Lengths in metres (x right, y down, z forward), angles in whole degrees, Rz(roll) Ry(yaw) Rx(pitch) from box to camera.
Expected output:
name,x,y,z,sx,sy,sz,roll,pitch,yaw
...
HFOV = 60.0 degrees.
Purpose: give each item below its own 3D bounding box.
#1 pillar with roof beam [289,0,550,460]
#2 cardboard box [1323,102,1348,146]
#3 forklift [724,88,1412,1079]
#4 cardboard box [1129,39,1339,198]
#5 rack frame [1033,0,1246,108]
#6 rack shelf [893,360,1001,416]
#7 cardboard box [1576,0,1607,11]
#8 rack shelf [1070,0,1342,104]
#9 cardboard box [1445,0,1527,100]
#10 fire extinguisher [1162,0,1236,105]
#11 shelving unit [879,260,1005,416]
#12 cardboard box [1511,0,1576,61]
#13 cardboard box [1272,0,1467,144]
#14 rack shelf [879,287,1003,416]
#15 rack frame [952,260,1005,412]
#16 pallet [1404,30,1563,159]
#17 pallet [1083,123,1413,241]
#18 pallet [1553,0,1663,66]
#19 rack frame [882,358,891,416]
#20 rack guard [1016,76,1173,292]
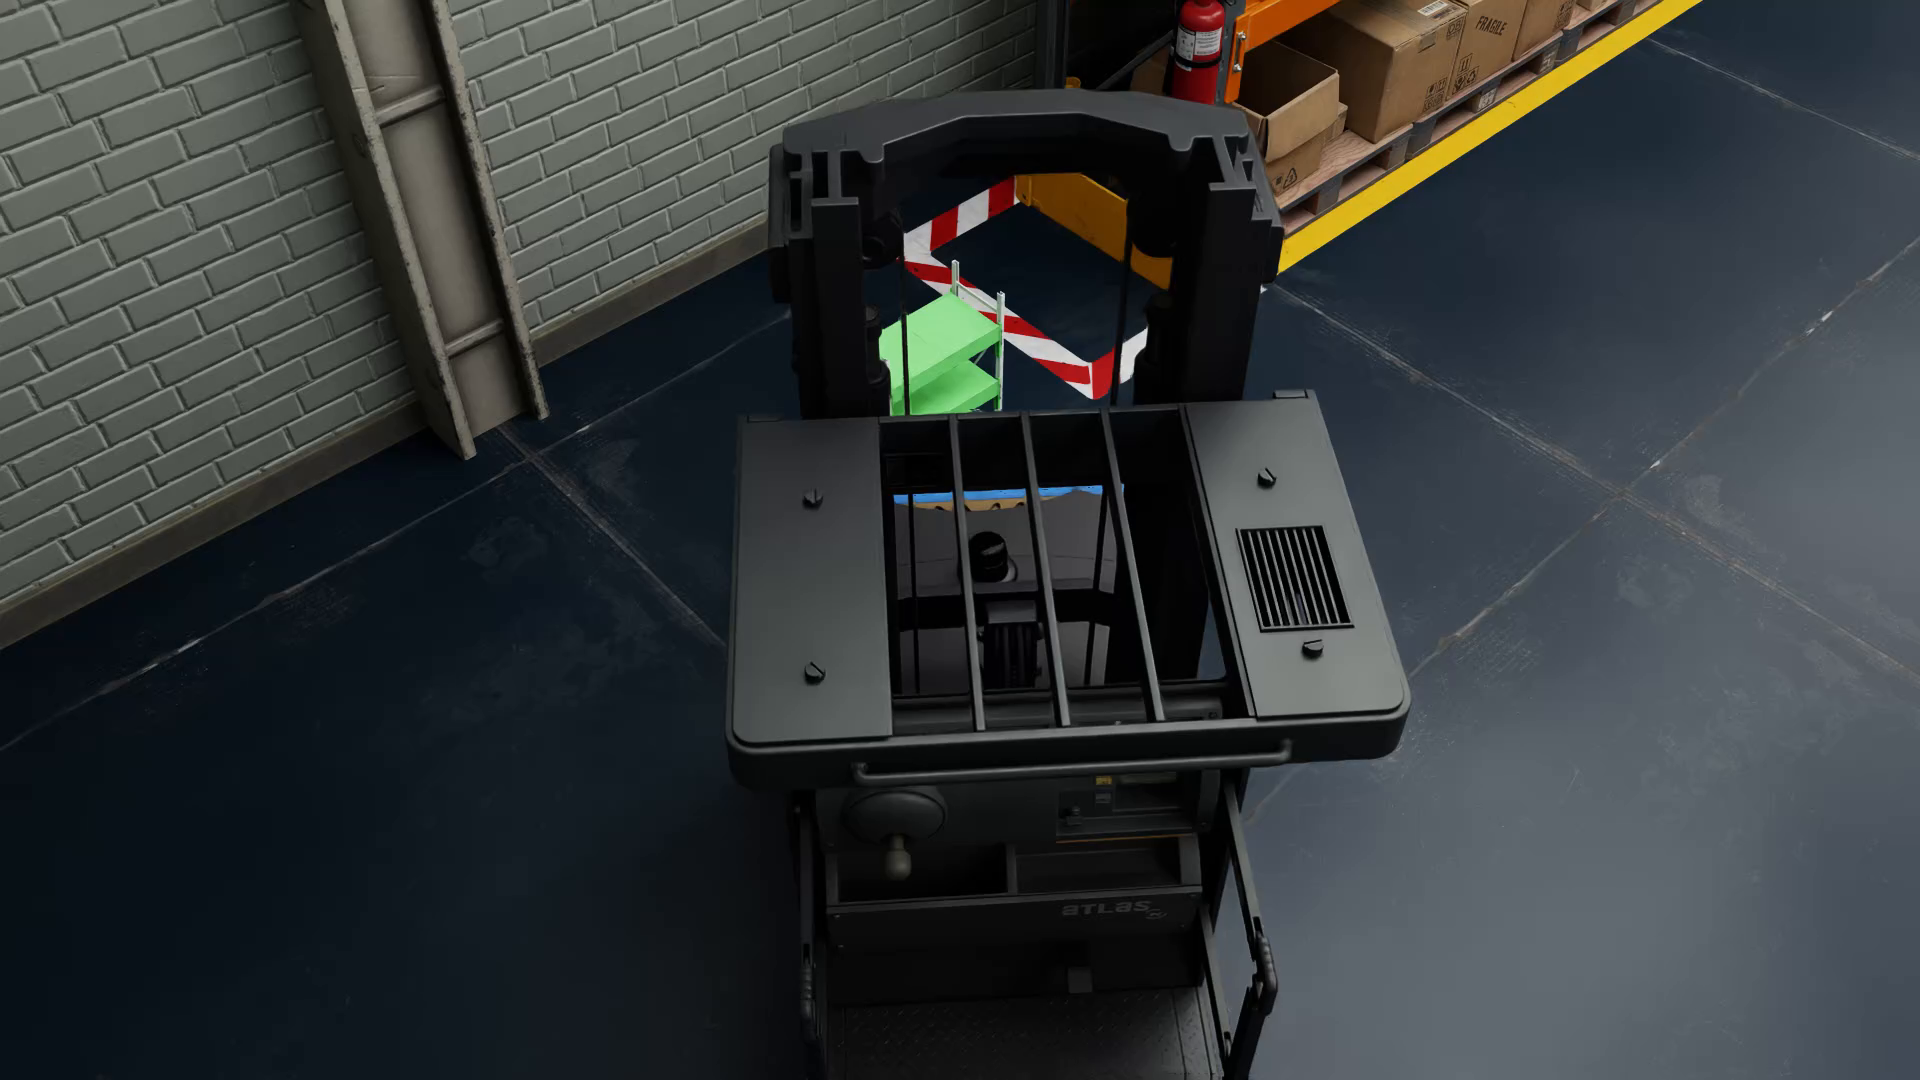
name,x,y,z,sx,sy,sz,roll,pitch,yaw
pillar with roof beam,0.992,-1.203,1.237,0.400,9.000,9.100,-34,56,-27
cardboard box,1.554,-1.968,7.679,0.250,0.149,0.380,-36,57,-28
forklift,0.148,0.662,3.645,1.130,2.935,3.031,-3,47,-3
cardboard box,1.213,-1.899,7.374,0.637,0.503,0.797,-36,57,-28
rack frame,0.697,-2.353,6.380,0.127,3.000,1.000,-34,56,-27
rack shelf,-0.122,-0.444,5.604,0.480,0.148,0.258,-34,56,-27
cardboard box,3.178,-2.934,8.491,0.258,0.266,0.396,-32,55,-26
rack shelf,2.177,-3.098,7.557,4.000,0.370,1.077,-34,56,-27
cardboard box,2.330,-2.507,7.937,0.500,0.500,0.500,-33,55,-27
fire extinguisher,0.899,-1.876,6.246,0.183,0.674,0.296,-34,56,-27
shelving unit,-0.122,-0.325,5.733,0.503,1.200,0.258,-34,56,-27
cardboard box,2.640,-2.813,8.220,0.500,0.500,0.700,-36,57,-28
cardboard box,1.872,-2.300,7.746,0.500,0.500,0.700,-32,55,-26
rack shelf,-0.122,-0.607,5.428,0.480,0.148,0.258,-34,56,-27
rack frame,0.058,-0.446,5.845,0.015,1.200,0.240,-34,56,-27
pallet,2.245,-2.439,8.357,1.213,0.211,1.003,-34,56,-27
pallet,1.342,-1.839,7.804,1.213,0.211,1.003,-34,56,-27
pallet,3.148,-3.046,8.917,1.213,0.211,1.003,-34,56,-27
rack frame,-0.303,-0.204,5.622,0.015,1.200,0.240,-34,56,-27
rack guard,0.753,-1.543,7.333,0.348,0.500,1.175,-34,56,-27
